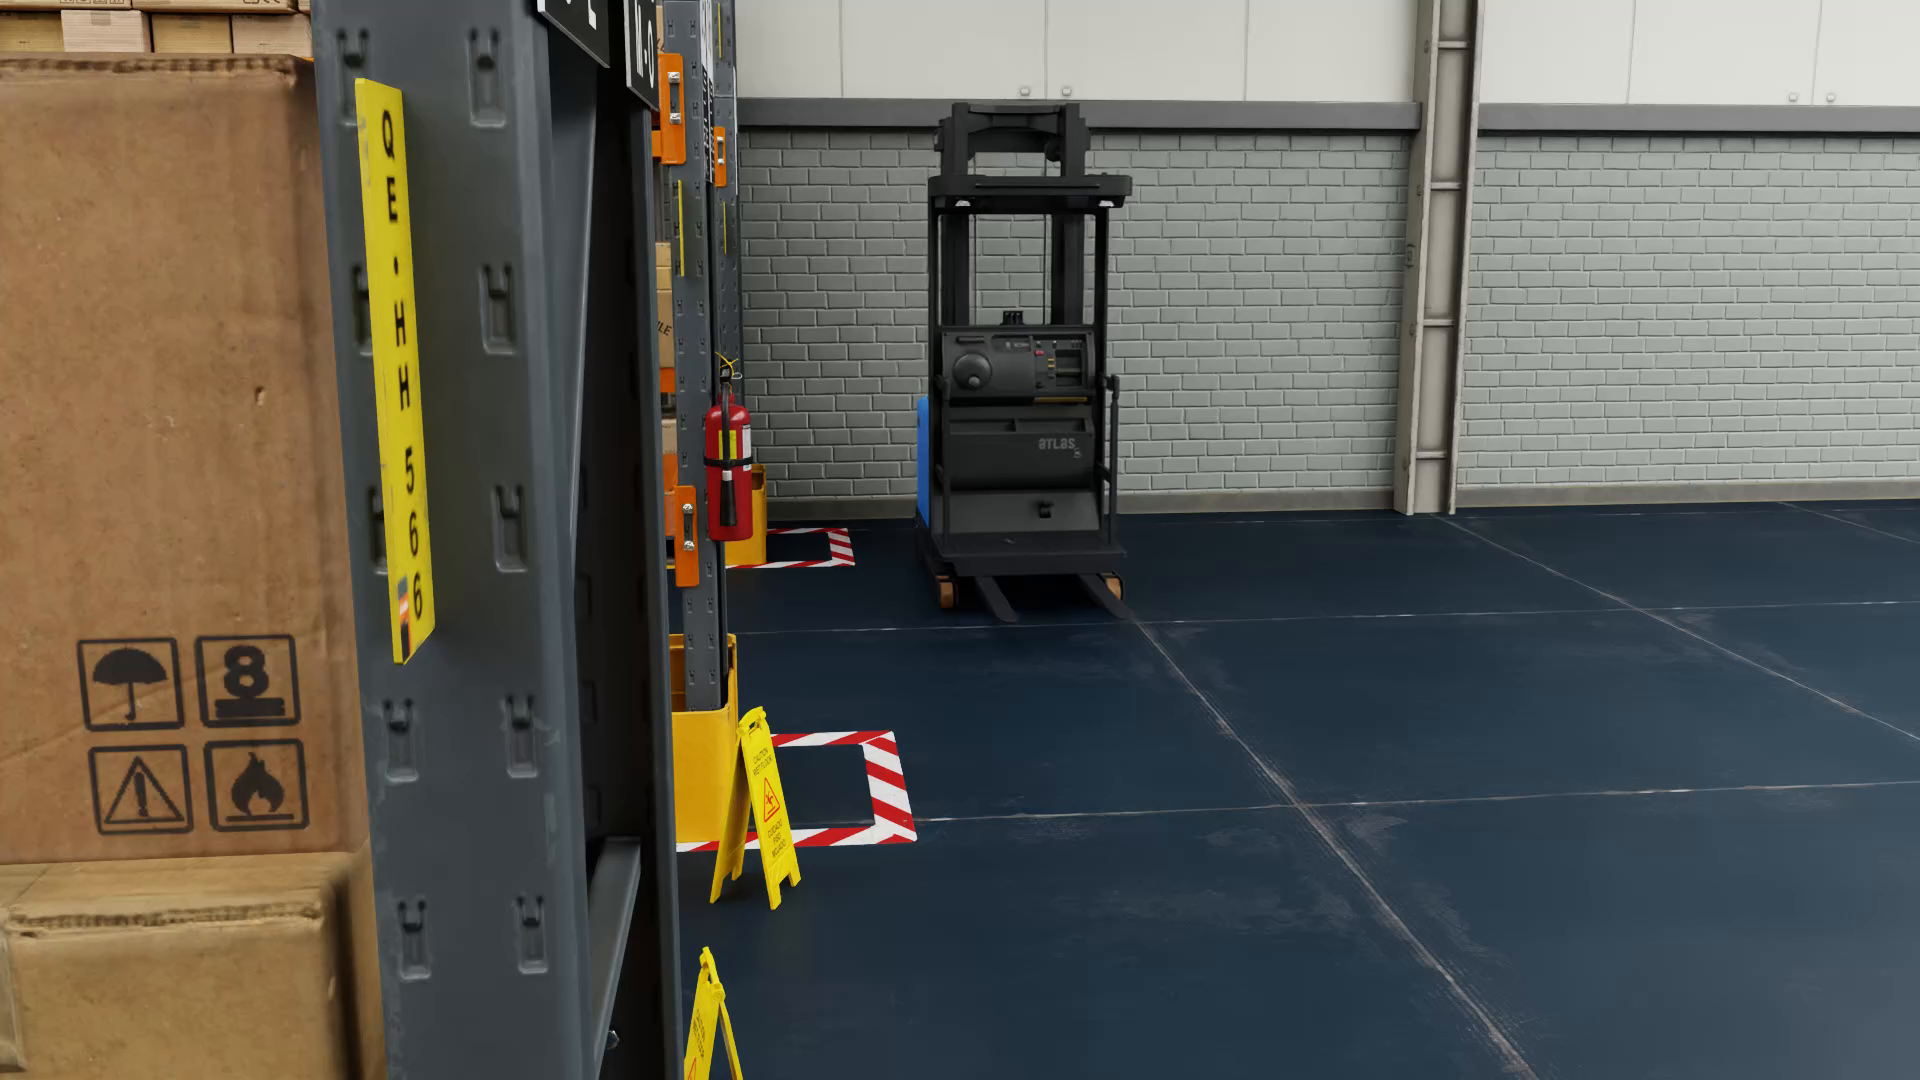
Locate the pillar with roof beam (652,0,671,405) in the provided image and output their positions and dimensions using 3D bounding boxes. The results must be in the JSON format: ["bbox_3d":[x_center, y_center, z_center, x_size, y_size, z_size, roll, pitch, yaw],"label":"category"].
[{"bbox_3d":[-1.871,-3.692,7.320,0.400,9.000,9.100,-1,11,-6],"label":"pillar with roof beam"}]

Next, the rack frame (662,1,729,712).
[{"bbox_3d":[-1.006,-0.464,6.452,0.127,3.000,1.000,-1,11,-6],"label":"rack frame"}]

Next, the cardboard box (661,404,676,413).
[{"bbox_3d":[-2.044,-0.789,11.555,0.500,0.250,0.500,-1,11,-7],"label":"cardboard box"}]

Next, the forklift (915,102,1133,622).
[{"bbox_3d":[0.379,-1.098,9.855,1.130,2.935,3.031,-1,11,-7],"label":"forklift"}]

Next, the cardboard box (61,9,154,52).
[{"bbox_3d":[-2.853,-1.711,5.670,0.250,0.149,0.380,-1,11,-7],"label":"cardboard box"}]

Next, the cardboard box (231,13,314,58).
[{"bbox_3d":[-2.344,-1.734,5.788,0.250,0.149,0.380,-1,11,-7],"label":"cardboard box"}]

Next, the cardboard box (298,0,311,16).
[{"bbox_3d":[-1.988,-1.938,5.792,0.500,0.250,0.500,-1,11,-7],"label":"cardboard box"}]

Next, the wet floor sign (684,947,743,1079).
[{"bbox_3d":[-0.556,1.258,3.795,0.232,0.644,0.267,-3,12,-16],"label":"wet floor sign"}]

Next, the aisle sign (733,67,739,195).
[{"bbox_3d":[-1.449,-2.636,10.763,0.004,0.787,0.394,-1,11,-6],"label":"aisle sign"}]

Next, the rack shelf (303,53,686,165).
[{"bbox_3d":[-2.995,-1.541,6.020,4.000,0.370,1.077,-1,11,-6],"label":"rack shelf"}]

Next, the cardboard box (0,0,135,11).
[{"bbox_3d":[-3.003,-1.913,5.663,0.500,0.250,0.500,-1,11,-6],"label":"cardboard box"}]

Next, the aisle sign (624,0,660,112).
[{"bbox_3d":[-0.333,-0.851,1.683,0.004,0.787,0.394,-1,11,-6],"label":"aisle sign"}]

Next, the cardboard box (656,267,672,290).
[{"bbox_3d":[-1.860,-1.722,10.911,0.250,0.149,0.380,-1,11,-5],"label":"cardboard box"}]

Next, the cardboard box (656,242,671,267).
[{"bbox_3d":[-1.879,-1.881,10.949,0.250,0.149,0.380,-1,11,-6],"label":"cardboard box"}]

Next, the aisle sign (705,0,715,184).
[{"bbox_3d":[-0.978,-1.800,6.510,0.004,0.787,0.394,-1,11,-6],"label":"aisle sign"}]

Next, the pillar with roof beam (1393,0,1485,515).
[{"bbox_3d":[4.094,-3.817,7.956,0.400,9.000,9.100,-1,11,-6],"label":"pillar with roof beam"}]

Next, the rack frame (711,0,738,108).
[{"bbox_3d":[-1.546,-4.359,10.714,0.127,3.000,1.000,-1,11,-6],"label":"rack frame"}]

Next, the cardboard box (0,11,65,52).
[{"bbox_3d":[-3.111,-1.721,5.719,0.250,0.149,0.380,-1,11,-6],"label":"cardboard box"}]

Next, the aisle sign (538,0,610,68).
[{"bbox_3d":[-0.268,-0.736,1.098,0.004,0.787,0.394,-1,11,-6],"label":"aisle sign"}]

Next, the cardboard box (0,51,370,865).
[{"bbox_3d":[-0.744,-0.120,1.513,0.550,0.550,0.875,-1,11,-6],"label":"cardboard box"}]

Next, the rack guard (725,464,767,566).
[{"bbox_3d":[-1.522,-0.190,11.537,0.348,0.500,1.175,-1,11,-6],"label":"rack guard"}]

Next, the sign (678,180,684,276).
[{"bbox_3d":[-0.966,-1.080,5.766,0.005,0.325,0.100,-1,11,-6],"label":"sign"}]

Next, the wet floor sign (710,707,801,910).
[{"bbox_3d":[-0.702,0.893,5.655,0.232,0.644,0.267,3,11,14],"label":"wet floor sign"}]

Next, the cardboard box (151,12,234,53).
[{"bbox_3d":[-2.607,-1.730,5.767,0.250,0.149,0.380,-2,11,-8],"label":"cardboard box"}]

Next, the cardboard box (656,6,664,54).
[{"bbox_3d":[-1.960,-3.136,10.659,0.500,0.500,0.500,-1,11,-4],"label":"cardboard box"}]

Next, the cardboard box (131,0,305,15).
[{"bbox_3d":[-2.501,-1.924,5.719,0.500,0.250,0.500,-1,11,-4],"label":"cardboard box"}]

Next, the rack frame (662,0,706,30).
[{"bbox_3d":[-1.006,-3.408,5.873,0.127,3.000,1.000,-1,11,-6],"label":"rack frame"}]

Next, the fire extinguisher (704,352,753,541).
[{"bbox_3d":[-0.843,-0.340,6.022,0.183,0.674,0.296,-1,11,-6],"label":"fire extinguisher"}]

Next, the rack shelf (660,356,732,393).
[{"bbox_3d":[-3.534,-1.021,11.151,4.000,0.370,1.077,-1,11,-6],"label":"rack shelf"}]

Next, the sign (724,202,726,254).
[{"bbox_3d":[-1.501,-1.996,10.628,0.005,0.325,0.100,-1,11,-6],"label":"sign"}]

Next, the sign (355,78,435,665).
[{"bbox_3d":[-0.326,-0.097,0.968,0.005,0.325,0.100,-1,11,-6],"label":"sign"}]

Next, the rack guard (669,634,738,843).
[{"bbox_3d":[-1.082,0.764,6.685,0.348,0.500,1.175,-1,11,-6],"label":"rack guard"}]

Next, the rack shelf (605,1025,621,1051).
[{"bbox_3d":[-2.360,0.878,1.491,4.000,0.370,1.077,-1,11,-6],"label":"rack shelf"}]

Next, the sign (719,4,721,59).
[{"bbox_3d":[-1.501,-3.179,10.395,0.005,0.325,0.100,-1,11,-6],"label":"sign"}]

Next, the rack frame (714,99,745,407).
[{"bbox_3d":[-1.546,-1.416,11.293,0.127,3.000,1.000,-1,11,-6],"label":"rack frame"}]

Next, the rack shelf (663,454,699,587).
[{"bbox_3d":[-2.995,-0.069,6.309,4.000,0.370,1.077,-1,11,-6],"label":"rack shelf"}]

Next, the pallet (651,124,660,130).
[{"bbox_3d":[-2.252,-2.834,10.963,1.213,0.211,1.003,-1,11,-6],"label":"pallet"}]

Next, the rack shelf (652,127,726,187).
[{"bbox_3d":[-3.534,-2.493,10.861,4.000,0.370,1.077,-1,11,-6],"label":"rack shelf"}]

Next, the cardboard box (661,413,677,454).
[{"bbox_3d":[-1.970,-0.694,11.068,0.500,0.250,0.500,-1,11,-4],"label":"cardboard box"}]

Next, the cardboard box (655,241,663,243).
[{"bbox_3d":[-2.174,-1.969,11.398,0.250,0.149,0.380,-1,11,-4],"label":"cardboard box"}]

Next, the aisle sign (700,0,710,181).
[{"bbox_3d":[-0.913,-1.685,5.924,0.004,0.787,0.394,-1,11,-6],"label":"aisle sign"}]

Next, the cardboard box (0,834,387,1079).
[{"bbox_3d":[-0.735,0.426,1.536,0.550,0.550,0.875,-1,11,-6],"label":"cardboard box"}]

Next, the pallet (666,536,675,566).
[{"bbox_3d":[-2.302,-0.024,11.440,1.213,0.211,1.003,-1,11,-6],"label":"pallet"}]

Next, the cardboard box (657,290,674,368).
[{"bbox_3d":[-2.007,-1.404,10.975,0.500,0.500,0.500,-1,11,-7],"label":"cardboard box"}]
